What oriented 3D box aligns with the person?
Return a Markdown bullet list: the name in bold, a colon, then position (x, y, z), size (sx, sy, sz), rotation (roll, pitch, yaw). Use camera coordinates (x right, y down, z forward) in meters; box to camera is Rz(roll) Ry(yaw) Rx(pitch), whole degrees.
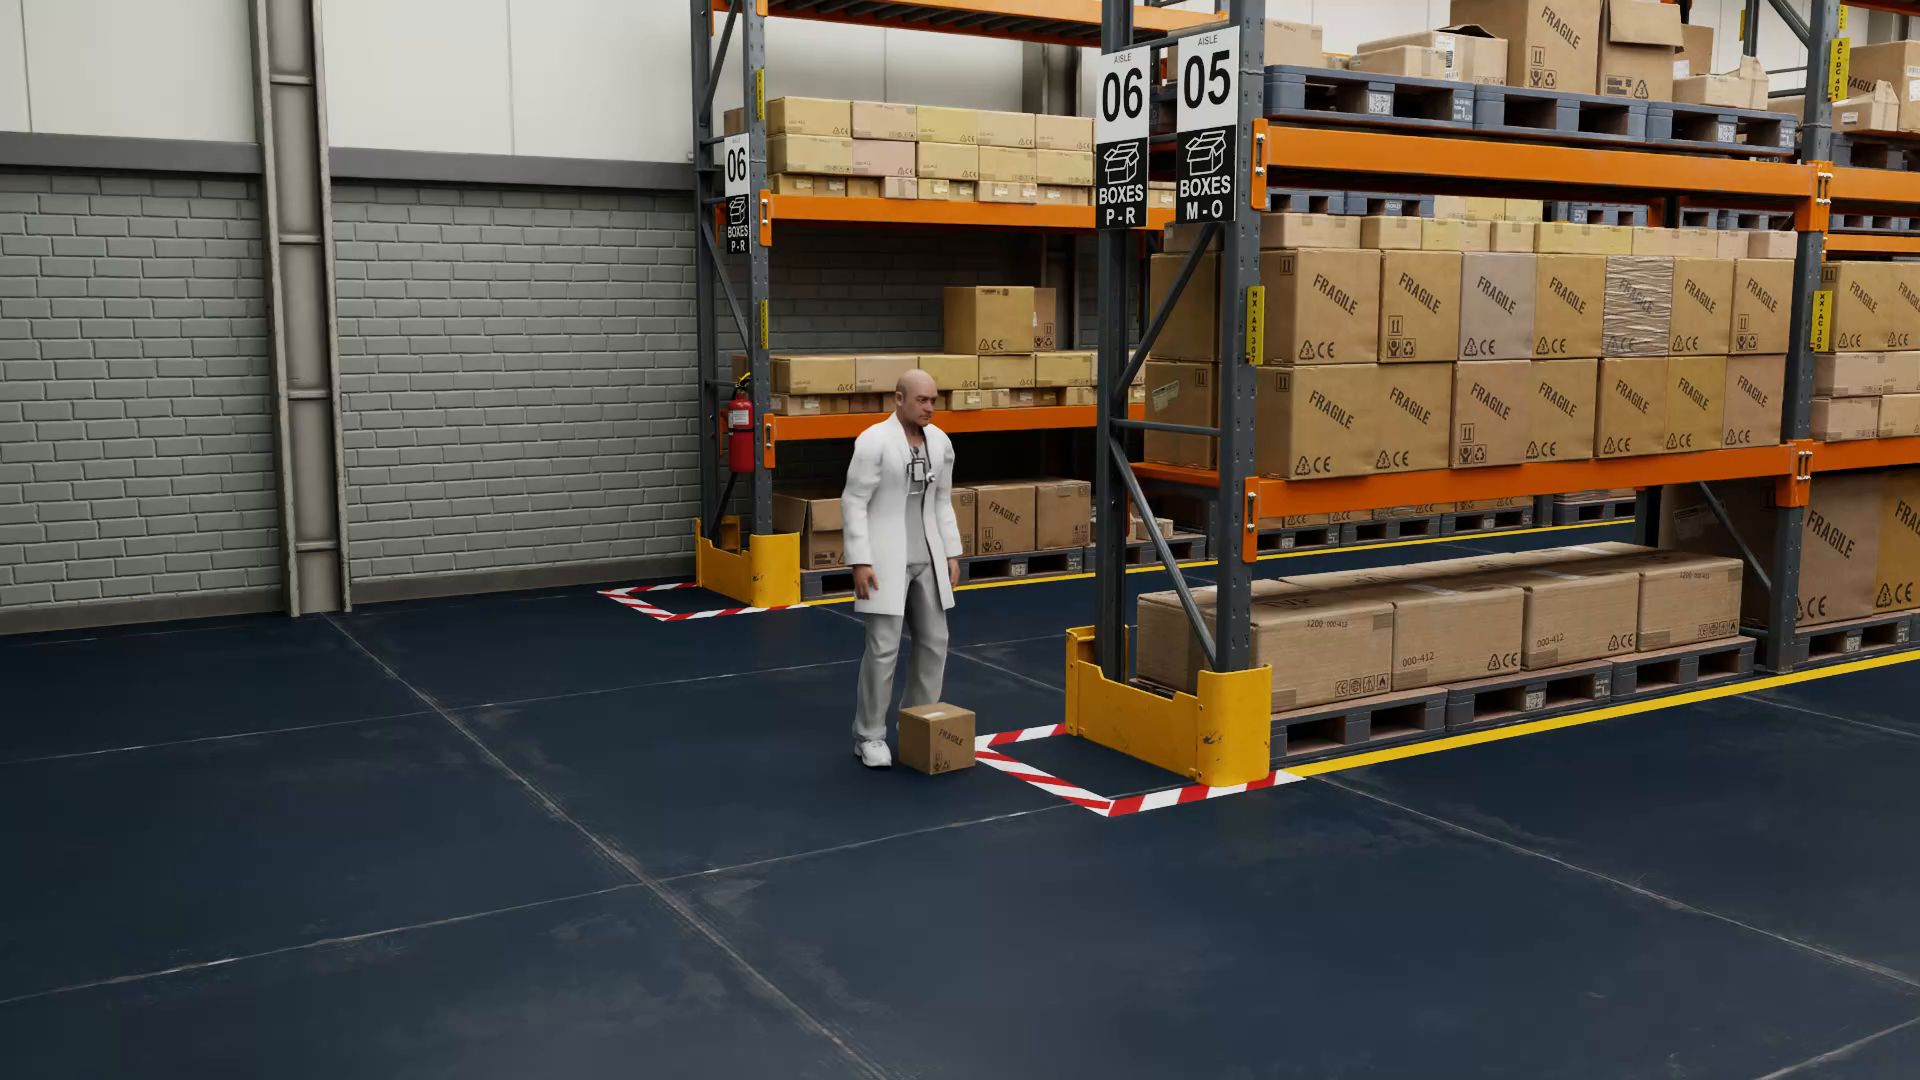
- **person**: position (-0.247, 0.110, 7.596), size (0.644, 1.772, 0.429), rotation (-6, 10, -38)
